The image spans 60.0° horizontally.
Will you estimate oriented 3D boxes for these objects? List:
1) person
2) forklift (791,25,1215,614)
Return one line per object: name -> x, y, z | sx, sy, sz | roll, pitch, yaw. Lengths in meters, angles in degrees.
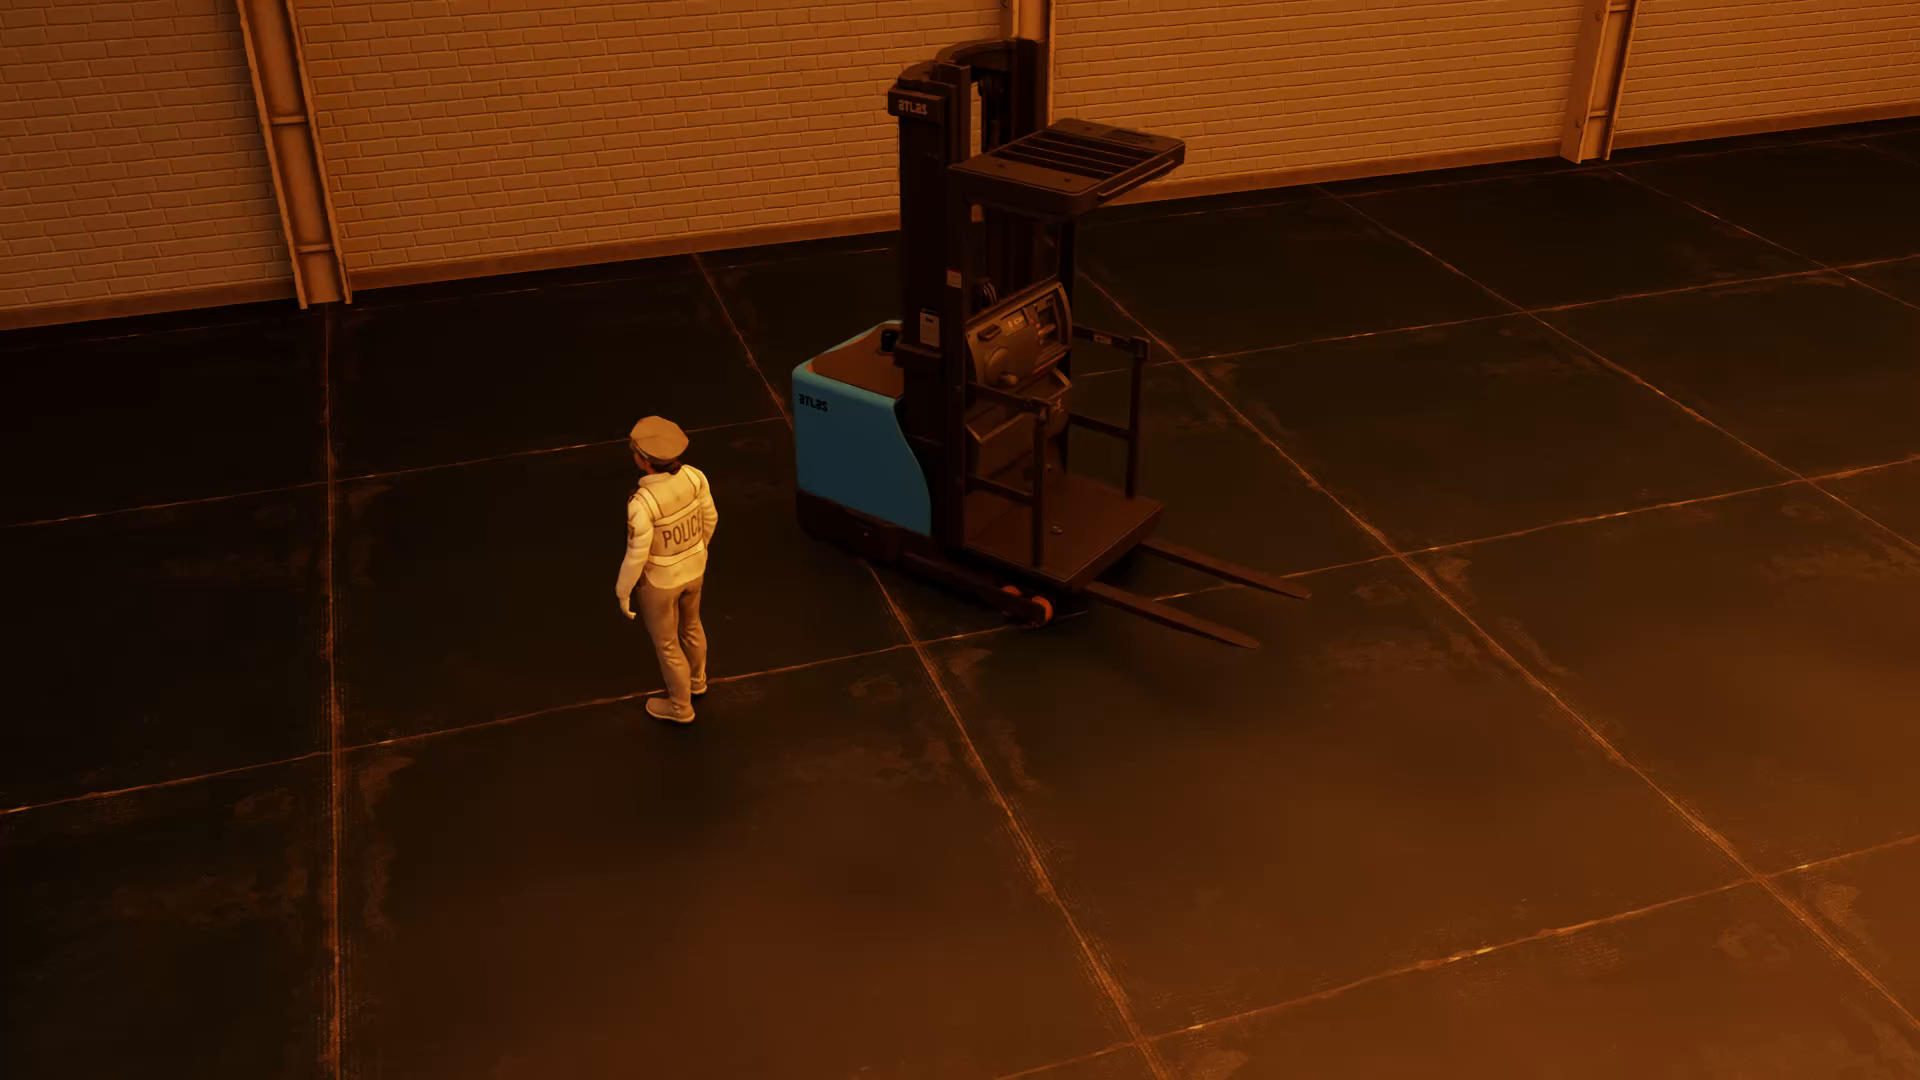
person -> -1.459, 0.144, 8.062 | 0.532, 1.694, 0.584 | 21, 36, 32
forklift -> 0.419, -1.505, 9.703 | 1.130, 2.935, 3.031 | 25, 38, 37
